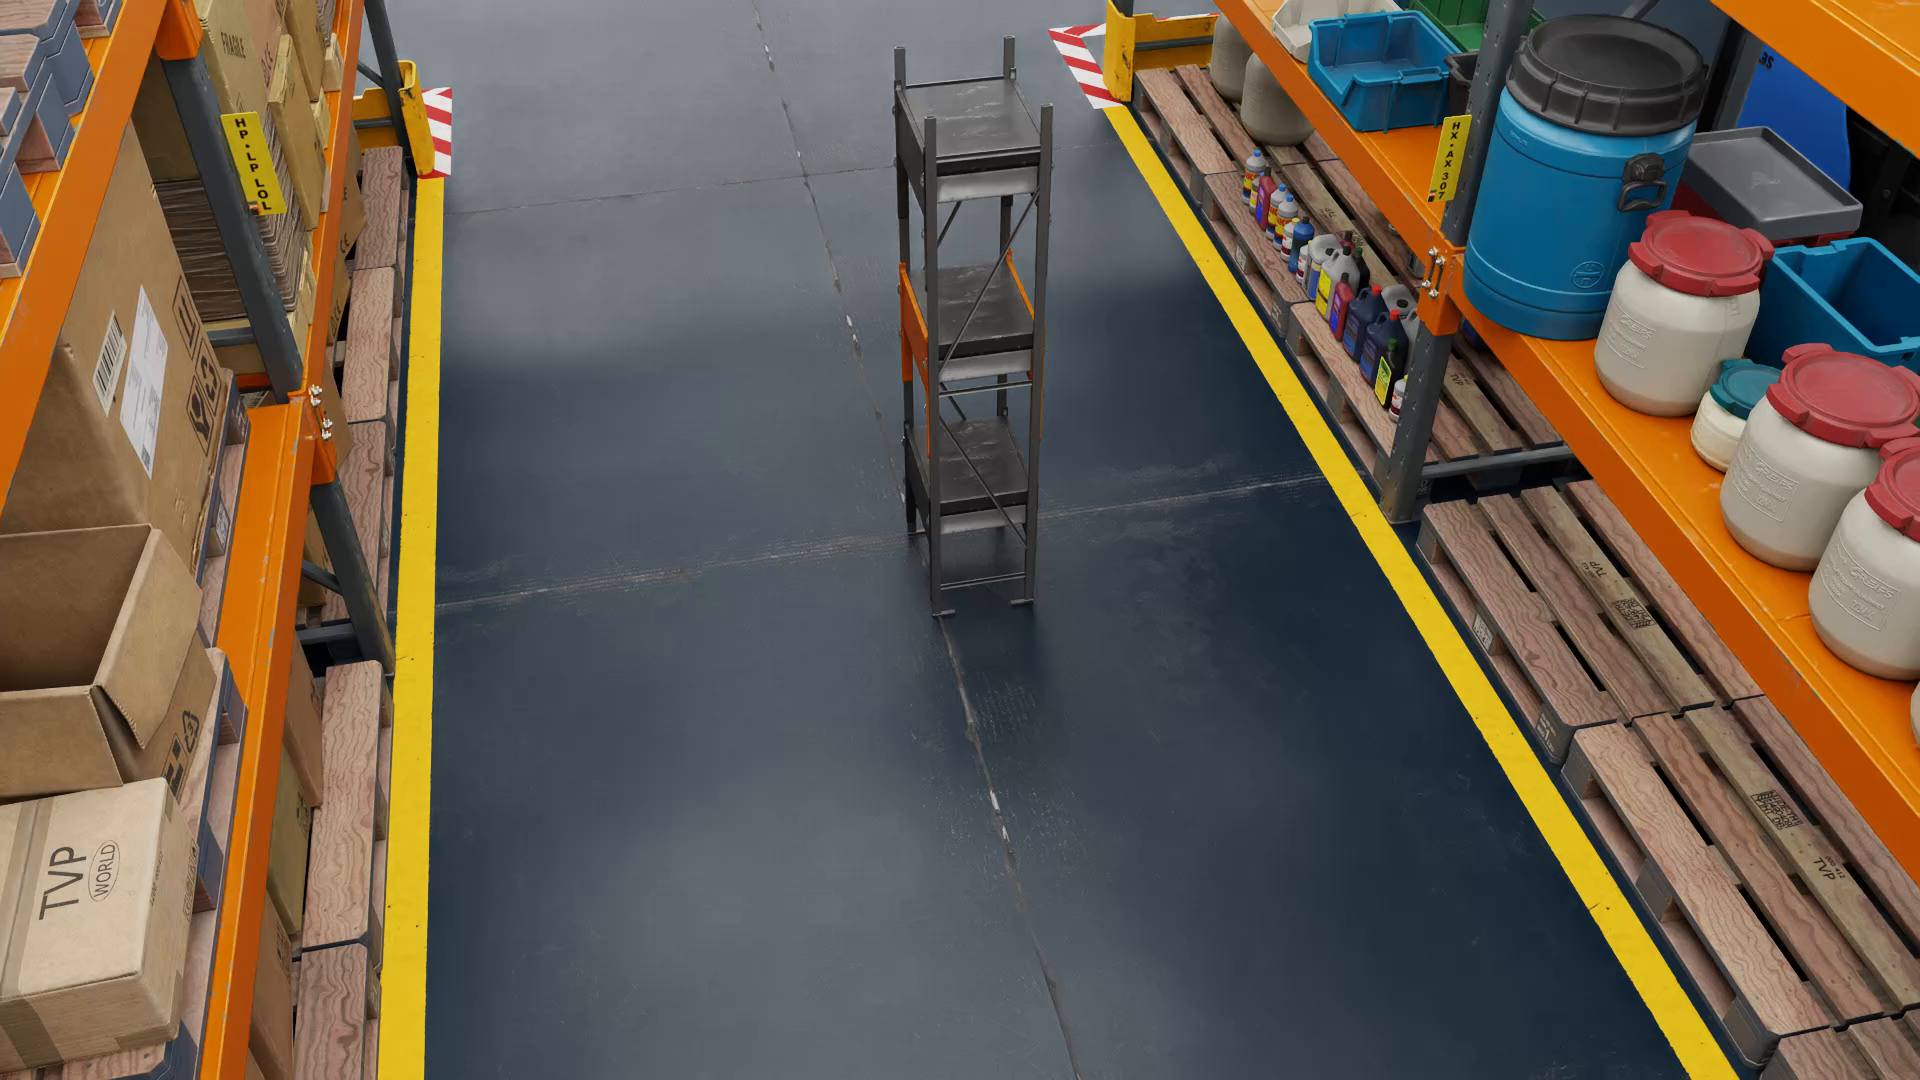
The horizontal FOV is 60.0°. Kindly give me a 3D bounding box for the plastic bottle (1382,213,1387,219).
[{"bbox_3d":[2.122,-1.720,8.143,0.061,0.283,0.133,-8,42,-9],"label":"plastic bottle"}]

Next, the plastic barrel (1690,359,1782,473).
[{"bbox_3d":[2.373,-0.357,4.997,0.301,0.262,0.301,0,42,0],"label":"plastic barrel"}]

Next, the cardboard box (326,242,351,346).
[{"bbox_3d":[-3.065,-1.196,7.404,0.500,0.500,0.500,-5,42,-5],"label":"cardboard box"}]

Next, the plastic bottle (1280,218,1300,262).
[{"bbox_3d":[1.578,-1.429,7.876,0.097,0.201,0.097,0,42,0],"label":"plastic bottle"}]

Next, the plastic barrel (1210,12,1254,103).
[{"bbox_3d":[1.590,-2.693,9.081,0.421,0.512,0.421,0,42,0],"label":"plastic barrel"}]

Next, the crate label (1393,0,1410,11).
[{"bbox_3d":[2.035,-2.741,7.551,0.502,0.435,0.616,-8,42,-9],"label":"crate label"}]

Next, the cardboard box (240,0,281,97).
[{"bbox_3d":[-2.557,-1.754,5.413,0.500,0.500,0.500,-8,42,-9],"label":"cardboard box"}]

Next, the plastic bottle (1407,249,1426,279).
[{"bbox_3d":[2.196,-1.378,7.763,0.152,0.276,0.135,-8,42,-9],"label":"plastic bottle"}]

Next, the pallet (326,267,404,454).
[{"bbox_3d":[-3.045,-0.759,7.446,1.003,0.211,1.213,-8,42,-9],"label":"pallet"}]

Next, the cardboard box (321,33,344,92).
[{"bbox_3d":[-2.773,-1.966,6.894,0.380,0.149,0.250,-8,42,-9],"label":"cardboard box"}]

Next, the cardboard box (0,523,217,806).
[{"bbox_3d":[-2.135,0.336,3.718,0.797,0.503,0.637,-4,42,-5],"label":"cardboard box"}]

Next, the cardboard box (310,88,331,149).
[{"bbox_3d":[-2.689,-1.638,6.525,0.380,0.149,0.250,-8,42,-9],"label":"cardboard box"}]

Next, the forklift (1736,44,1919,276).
[{"bbox_3d":[4.673,-2.007,6.803,1.130,2.935,3.031,-10,43,-11],"label":"forklift"}]

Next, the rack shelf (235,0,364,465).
[{"bbox_3d":[-3.031,-1.606,6.842,1.077,0.370,4.000,-8,42,-9],"label":"rack shelf"}]

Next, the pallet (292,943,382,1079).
[{"bbox_3d":[-2.163,1.761,4.608,1.003,0.211,1.213,-8,42,-9],"label":"pallet"}]

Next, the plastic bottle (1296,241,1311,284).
[{"bbox_3d":[1.622,-1.295,7.726,0.097,0.201,0.097,0,42,0],"label":"plastic bottle"}]

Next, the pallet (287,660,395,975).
[{"bbox_3d":[-2.430,0.968,5.500,1.003,0.211,1.213,-8,42,-9],"label":"pallet"}]

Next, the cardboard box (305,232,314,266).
[{"bbox_3d":[-2.474,-0.990,5.795,0.380,0.149,0.250,-8,42,-9],"label":"cardboard box"}]

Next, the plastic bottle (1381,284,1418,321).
[{"bbox_3d":[1.914,-0.973,7.307,0.152,0.276,0.135,-8,42,-9],"label":"plastic bottle"}]

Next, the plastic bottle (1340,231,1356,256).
[{"bbox_3d":[1.778,-1.269,7.635,0.061,0.283,0.133,-8,42,-9],"label":"plastic bottle"}]

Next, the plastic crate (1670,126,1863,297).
[{"bbox_3d":[2.640,-1.043,5.617,0.402,0.464,0.583,-8,42,-9],"label":"plastic crate"}]

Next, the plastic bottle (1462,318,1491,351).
[{"bbox_3d":[2.327,-1.025,7.309,0.144,0.351,0.185,-8,42,-9],"label":"plastic bottle"}]

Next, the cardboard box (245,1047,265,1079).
[{"bbox_3d":[-2.161,1.628,4.208,0.700,0.500,0.500,-5,42,-6],"label":"cardboard box"}]

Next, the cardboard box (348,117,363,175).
[{"bbox_3d":[-3.344,-1.987,8.295,0.500,0.500,0.500,-1,42,-1],"label":"cardboard box"}]

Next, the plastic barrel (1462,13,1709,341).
[{"bbox_3d":[2.025,-1.182,5.445,0.600,0.901,0.708,-8,42,-9],"label":"plastic barrel"}]

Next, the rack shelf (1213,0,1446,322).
[{"bbox_3d":[1.805,-2.316,7.642,1.077,0.370,4.000,-8,42,-9],"label":"rack shelf"}]

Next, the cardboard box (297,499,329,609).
[{"bbox_3d":[-2.646,-0.066,6.132,0.500,0.500,0.500,-10,42,-11],"label":"cardboard box"}]

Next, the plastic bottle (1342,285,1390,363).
[{"bbox_3d":[1.775,-0.963,7.240,0.144,0.351,0.185,-10,43,-11],"label":"plastic bottle"}]

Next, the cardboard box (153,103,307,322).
[{"bbox_3d":[-2.636,-1.028,5.349,0.875,0.500,0.500,-8,42,-9],"label":"cardboard box"}]

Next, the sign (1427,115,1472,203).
[{"bbox_3d":[1.697,-1.321,5.770,0.100,0.325,0.005,-8,42,-9],"label":"sign"}]

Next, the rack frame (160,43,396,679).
[{"bbox_3d":[-2.599,-0.579,5.143,1.000,3.000,0.127,-8,42,-9],"label":"rack frame"}]

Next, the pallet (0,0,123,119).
[{"bbox_3d":[-2.570,-1.215,3.741,1.213,0.211,1.003,-8,42,-9],"label":"pallet"}]

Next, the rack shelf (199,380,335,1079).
[{"bbox_3d":[-2.167,0.986,3.921,1.077,0.370,4.000,-8,42,-9],"label":"rack shelf"}]

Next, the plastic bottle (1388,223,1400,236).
[{"bbox_3d":[2.138,-1.585,8.052,0.097,0.201,0.097,0,42,0],"label":"plastic bottle"}]

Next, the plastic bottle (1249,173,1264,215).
[{"bbox_3d":[1.483,-1.713,8.196,0.097,0.201,0.097,0,42,0],"label":"plastic bottle"}]

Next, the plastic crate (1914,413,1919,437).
[{"bbox_3d":[2.889,-0.121,4.787,0.450,0.188,0.662,-8,42,-9],"label":"plastic crate"}]

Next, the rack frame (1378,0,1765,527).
[{"bbox_3d":[2.237,-1.289,5.942,1.000,3.000,0.127,-8,42,-9],"label":"rack frame"}]

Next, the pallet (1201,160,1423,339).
[{"bbox_3d":[1.866,-1.480,8.258,1.003,0.211,1.213,-8,42,-9],"label":"pallet"}]

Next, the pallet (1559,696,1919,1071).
[{"bbox_3d":[2.711,1.050,5.408,1.003,0.211,1.213,-8,42,-9],"label":"pallet"}]

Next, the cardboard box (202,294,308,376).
[{"bbox_3d":[-2.352,-0.668,5.432,0.380,0.149,0.250,-8,42,-9],"label":"cardboard box"}]

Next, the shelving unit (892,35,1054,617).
[{"bbox_3d":[0.036,-0.678,5.932,0.431,2.100,0.503,-8,42,-9],"label":"shelving unit"}]

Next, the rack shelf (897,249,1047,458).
[{"bbox_3d":[0.036,-0.668,5.941,0.431,0.518,0.480,-8,42,-9],"label":"rack shelf"}]

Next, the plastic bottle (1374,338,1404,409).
[{"bbox_3d":[1.811,-0.702,6.996,0.061,0.283,0.133,-6,42,-7],"label":"plastic bottle"}]

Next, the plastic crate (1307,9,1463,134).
[{"bbox_3d":[1.733,-1.912,6.756,0.499,0.251,0.616,-8,42,-9],"label":"plastic crate"}]

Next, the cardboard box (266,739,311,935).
[{"bbox_3d":[-2.403,0.904,5.023,0.700,0.500,0.500,-9,42,-10],"label":"cardboard box"}]

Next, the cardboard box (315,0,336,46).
[{"bbox_3d":[-3.080,-2.323,6.808,0.875,0.500,0.500,-8,42,-9],"label":"cardboard box"}]

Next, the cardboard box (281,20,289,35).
[{"bbox_3d":[-2.916,-1.667,6.069,0.875,0.500,0.500,-8,42,-9],"label":"cardboard box"}]

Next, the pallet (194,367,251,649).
[{"bbox_3d":[-2.576,0.009,4.625,1.003,0.211,1.213,-8,42,-9],"label":"pallet"}]

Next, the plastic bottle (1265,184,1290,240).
[{"bbox_3d":[1.535,-1.584,7.998,0.097,0.271,0.097,0,42,0],"label":"plastic bottle"}]

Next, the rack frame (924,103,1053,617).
[{"bbox_3d":[0.088,-0.520,5.754,0.400,2.100,0.015,-8,42,-9],"label":"rack frame"}]

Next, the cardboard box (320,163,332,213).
[{"bbox_3d":[-2.551,-1.318,6.165,0.380,0.149,0.250,-8,42,-9],"label":"cardboard box"}]

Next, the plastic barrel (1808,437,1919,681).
[{"bbox_3d":[2.481,0.068,4.311,0.433,0.535,0.433,0,42,0],"label":"plastic barrel"}]

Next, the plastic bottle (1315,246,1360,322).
[{"bbox_3d":[1.705,-1.173,7.475,0.144,0.351,0.185,-9,42,-10],"label":"plastic bottle"}]

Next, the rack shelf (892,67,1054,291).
[{"bbox_3d":[0.036,-1.191,5.476,0.431,0.518,0.480,-8,42,-9],"label":"rack shelf"}]

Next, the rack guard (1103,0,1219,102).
[{"bbox_3d":[1.436,-2.904,9.645,1.175,0.500,0.348,-8,42,-9],"label":"rack guard"}]
